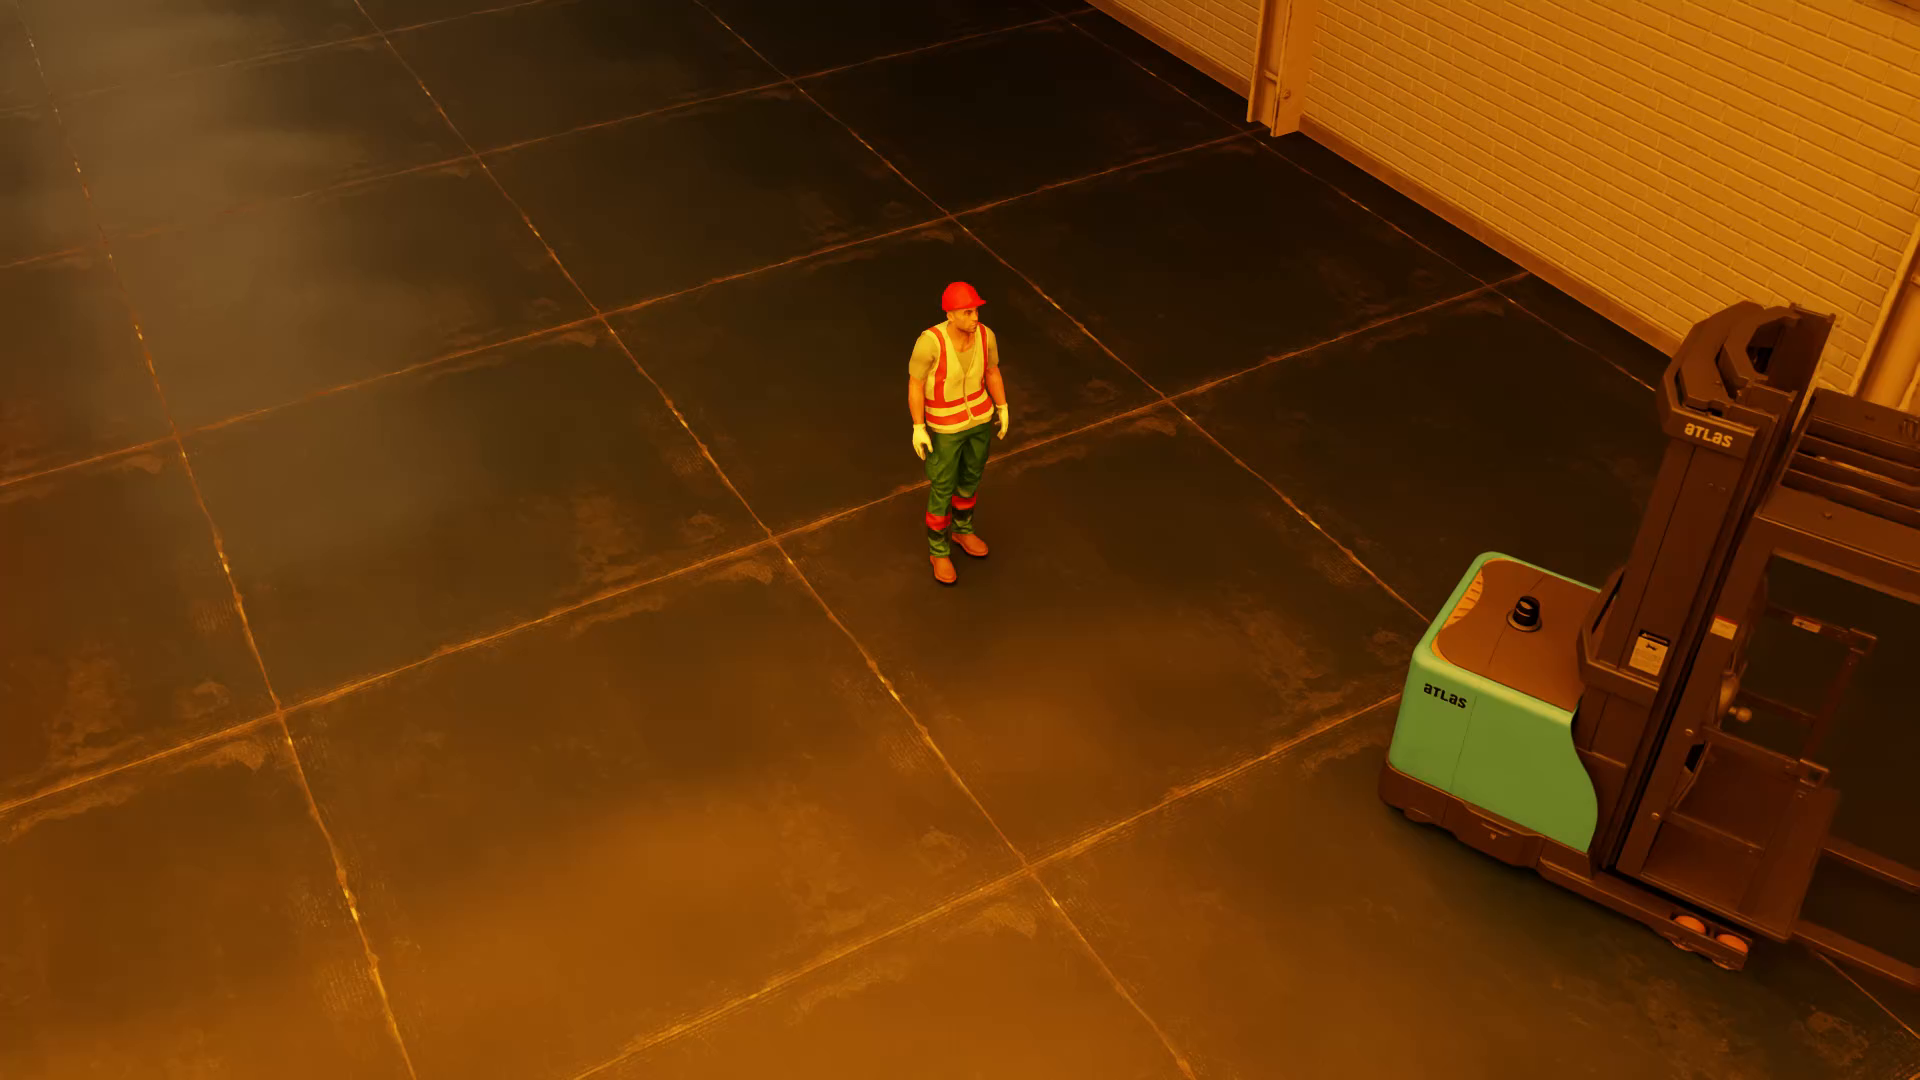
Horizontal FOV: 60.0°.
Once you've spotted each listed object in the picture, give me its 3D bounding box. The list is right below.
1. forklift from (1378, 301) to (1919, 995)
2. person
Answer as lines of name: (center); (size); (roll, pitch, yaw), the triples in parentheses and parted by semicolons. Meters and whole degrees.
forklift: (3.682, 0.515, 7.415); (3.031, 2.935, 1.130); (23, 45, 25)
person: (0.029, -0.646, 9.698); (0.637, 1.787, 0.564); (-20, 44, -23)
